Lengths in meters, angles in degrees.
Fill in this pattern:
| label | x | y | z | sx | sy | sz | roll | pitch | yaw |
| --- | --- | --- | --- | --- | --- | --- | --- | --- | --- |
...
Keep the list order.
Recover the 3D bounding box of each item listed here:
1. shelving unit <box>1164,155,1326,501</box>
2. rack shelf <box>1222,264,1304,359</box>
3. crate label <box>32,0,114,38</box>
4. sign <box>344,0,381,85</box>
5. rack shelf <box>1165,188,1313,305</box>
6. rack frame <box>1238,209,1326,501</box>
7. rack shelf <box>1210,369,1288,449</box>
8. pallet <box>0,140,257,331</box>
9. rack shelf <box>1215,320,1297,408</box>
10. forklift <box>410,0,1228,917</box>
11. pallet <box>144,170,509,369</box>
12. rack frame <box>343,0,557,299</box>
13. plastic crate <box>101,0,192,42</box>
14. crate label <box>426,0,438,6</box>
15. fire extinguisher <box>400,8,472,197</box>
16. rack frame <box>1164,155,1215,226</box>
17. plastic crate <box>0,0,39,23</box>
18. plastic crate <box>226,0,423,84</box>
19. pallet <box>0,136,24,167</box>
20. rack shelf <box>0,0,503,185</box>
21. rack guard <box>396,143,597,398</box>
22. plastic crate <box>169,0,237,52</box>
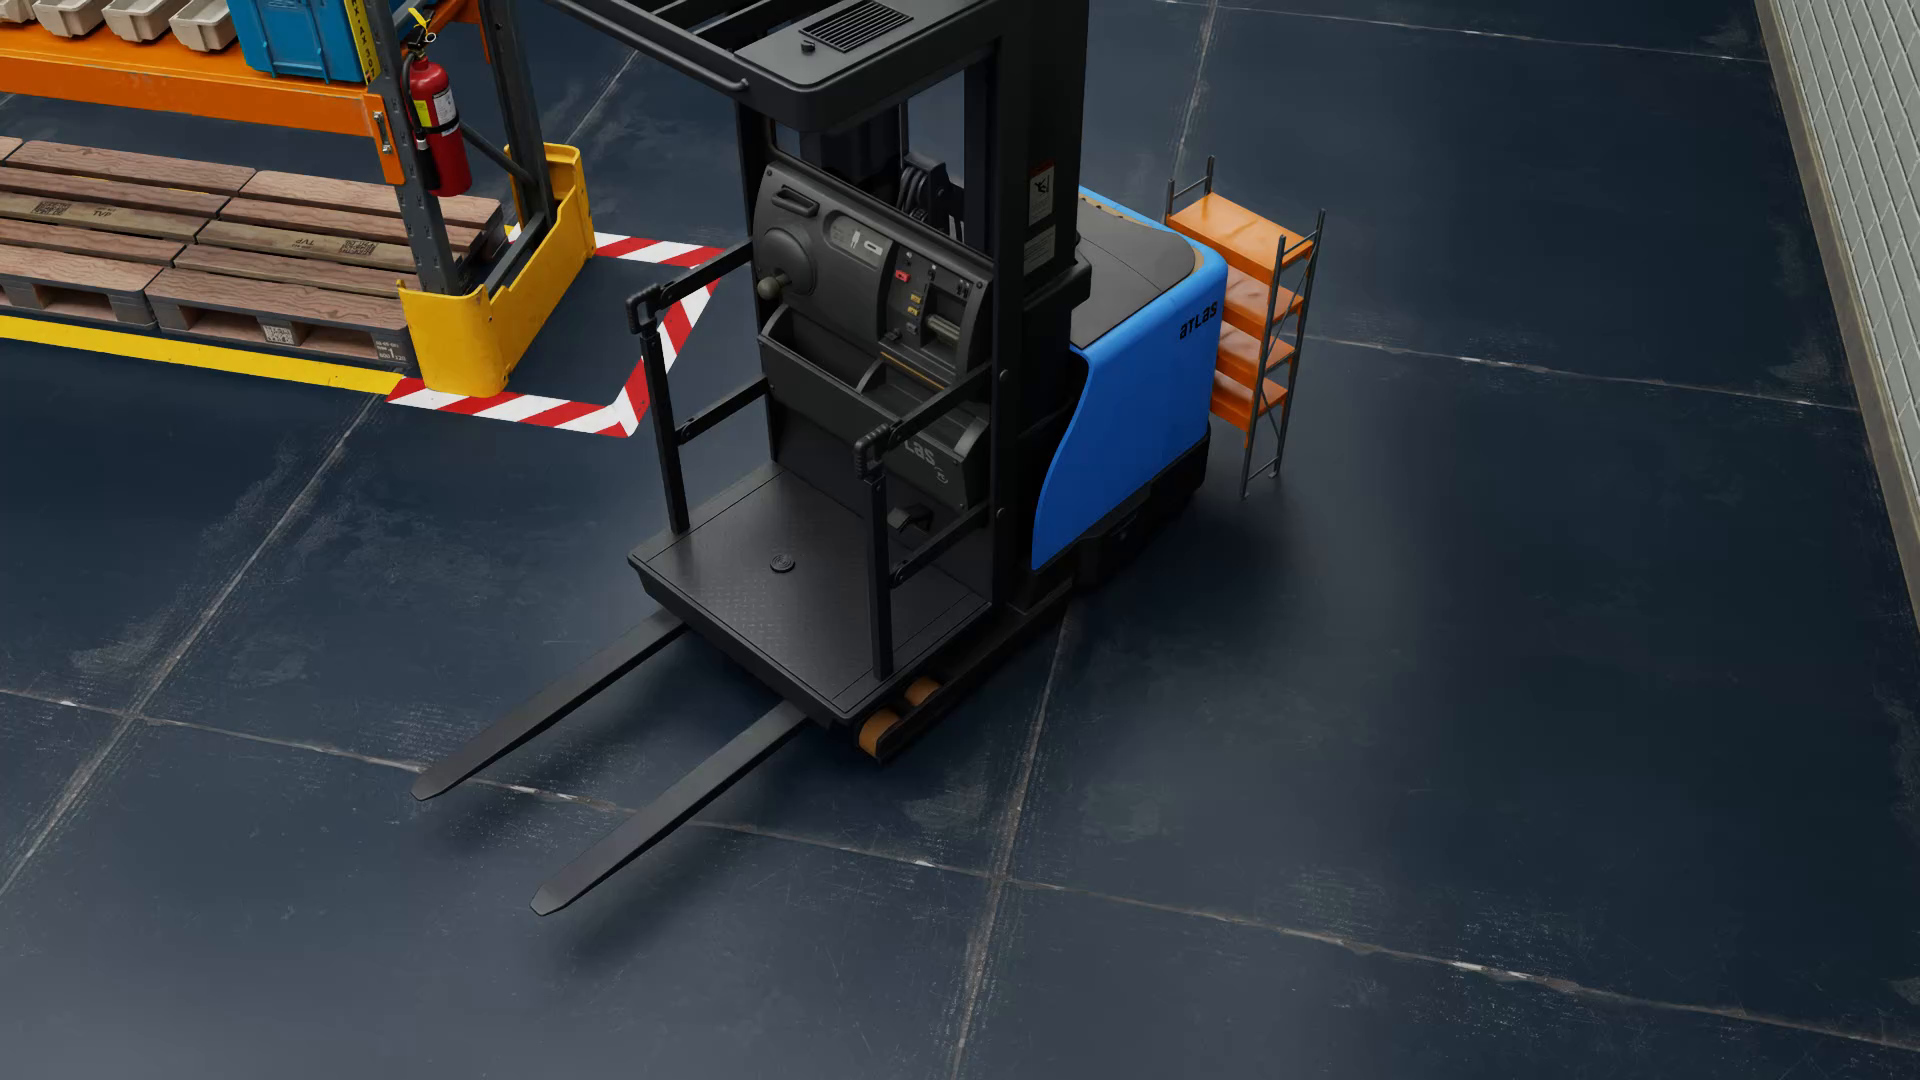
| label | x | y | z | sx | sy | sz | roll | pitch | yaw |
| --- | --- | --- | --- | --- | --- | --- | --- | --- | --- |
| shelving unit | 0.991 | -0.763 | 6.177 | 0.258 | 1.200 | 0.503 | -34 | 53 | -30 |
| rack shelf | 0.991 | -0.876 | 6.069 | 0.258 | 0.148 | 0.480 | -34 | 53 | -30 |
| crate label | -3.369 | -2.080 | 6.395 | 0.243 | 0.136 | 0.396 | 9 | 45 | 9 |
| sign | -2.081 | -1.757 | 5.795 | 0.005 | 0.325 | 0.100 | 9 | 45 | 9 |
| rack shelf | 0.991 | -1.046 | 5.905 | 0.258 | 0.148 | 0.480 | -34 | 53 | -30 |
| rack frame | 1.162 | -0.642 | 6.052 | 0.240 | 1.200 | 0.015 | -34 | 53 | -30 |
| rack shelf | 0.991 | -0.571 | 6.362 | 0.258 | 0.148 | 0.480 | -34 | 53 | -30 |
| pallet | -3.960 | -1.406 | 7.558 | 1.213 | 0.211 | 1.003 | 9 | 45 | 9 |
| rack shelf | 0.991 | -0.714 | 6.224 | 0.258 | 0.148 | 0.480 | -34 | 53 | -30 |
| forklift | -0.427 | -0.736 | 4.901 | 1.130 | 2.935 | 3.031 | 33 | 53 | 29 |
| pallet | -2.773 | -1.220 | 7.365 | 1.213 | 0.211 | 1.003 | 9 | 45 | 9 |
| rack frame | -1.977 | -2.073 | 6.241 | 0.127 | 3.000 | 1.000 | 9 | 45 | 9 |
| plastic crate | -3.092 | -2.054 | 6.368 | 0.243 | 0.136 | 0.396 | 9 | 45 | 9 |
| crate label | -2.146 | -2.295 | 6.549 | 0.303 | 0.233 | 0.416 | 9 | 45 | 9 |
| fire extinguisher | -1.929 | -1.581 | 6.054 | 0.183 | 0.674 | 0.296 | 9 | 45 | 9 |
| rack frame | 0.820 | -0.884 | 6.303 | 0.240 | 1.200 | 0.015 | -34 | 53 | -30 |
| plastic crate | -3.662 | -2.112 | 6.429 | 0.250 | 0.136 | 0.298 | 9 | 45 | 9 |
| plastic crate | -2.344 | -2.032 | 6.129 | 0.499 | 0.435 | 0.616 | 9 | 45 | 9 |
| pallet | -5.154 | -1.589 | 7.749 | 1.213 | 0.211 | 1.003 | 9 | 45 | 9 |
| rack shelf | -3.928 | -2.117 | 6.805 | 4.000 | 0.370 | 1.077 | 9 | 45 | 9 |
| rack guard | -1.950 | -1.178 | 7.113 | 0.348 | 0.500 | 1.175 | 9 | 45 | 9 |
| plastic crate | -2.812 | -2.001 | 6.313 | 0.243 | 0.136 | 0.396 | 9 | 45 | 9 |
